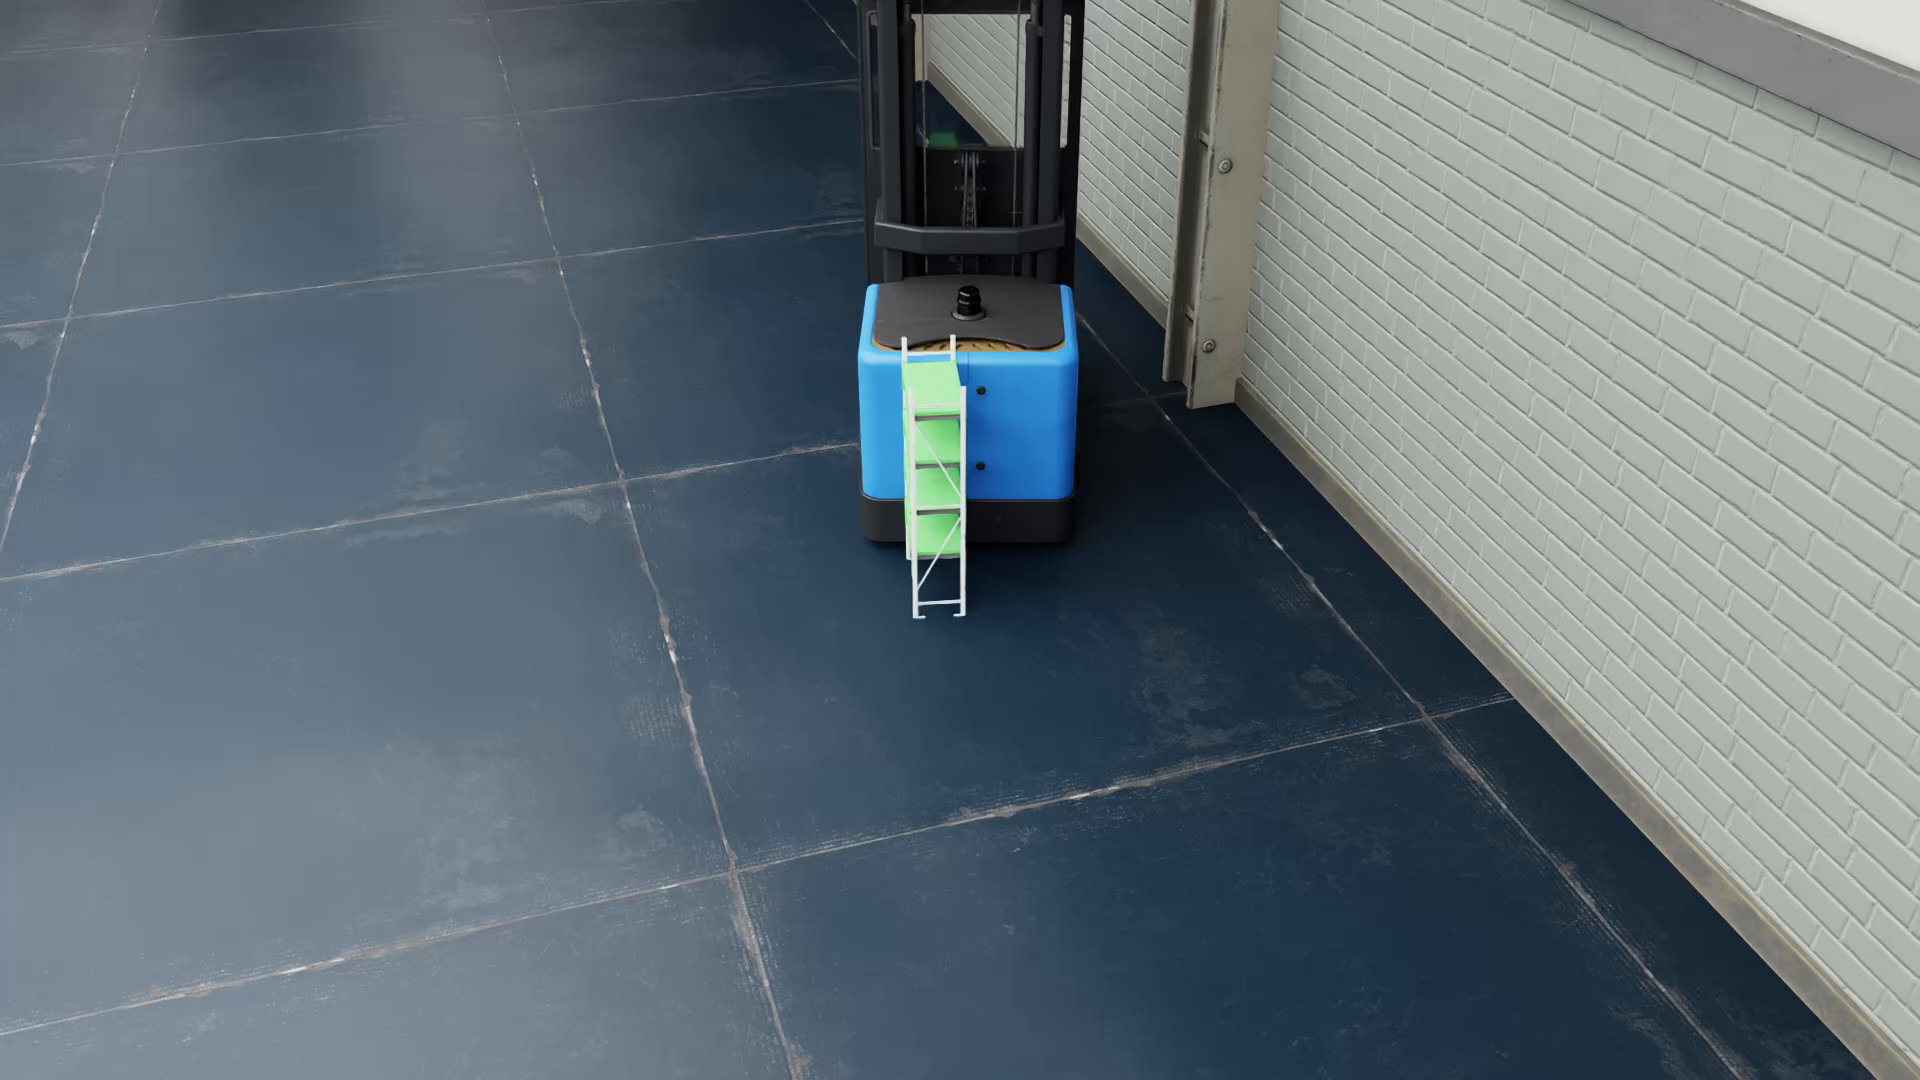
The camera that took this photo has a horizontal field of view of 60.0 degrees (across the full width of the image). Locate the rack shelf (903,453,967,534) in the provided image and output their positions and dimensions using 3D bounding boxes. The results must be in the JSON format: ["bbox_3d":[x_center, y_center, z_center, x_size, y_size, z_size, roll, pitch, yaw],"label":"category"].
[{"bbox_3d":[-0.118,-0.224,7.616,0.258,0.148,0.480,-3,34,-4],"label":"rack shelf"}]

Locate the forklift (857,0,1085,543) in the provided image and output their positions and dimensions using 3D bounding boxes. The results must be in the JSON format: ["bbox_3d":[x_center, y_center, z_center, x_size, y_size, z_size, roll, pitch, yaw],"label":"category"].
[{"bbox_3d":[0.055,-1.987,8.598,1.130,2.935,3.031,0,33,1],"label":"forklift"}]

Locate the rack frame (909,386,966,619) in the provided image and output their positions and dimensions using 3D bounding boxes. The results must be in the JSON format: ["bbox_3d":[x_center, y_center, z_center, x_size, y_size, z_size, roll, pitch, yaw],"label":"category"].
[{"bbox_3d":[-0.095,-0.143,7.378,0.240,1.200,0.015,-3,34,-4],"label":"rack frame"}]

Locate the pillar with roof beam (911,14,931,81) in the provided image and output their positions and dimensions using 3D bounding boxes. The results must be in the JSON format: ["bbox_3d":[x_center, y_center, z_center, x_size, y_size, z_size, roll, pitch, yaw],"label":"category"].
[{"bbox_3d":[-4.548,-7.049,10.754,9.100,9.000,0.400,-10,35,-15],"label":"pillar with roof beam"}]

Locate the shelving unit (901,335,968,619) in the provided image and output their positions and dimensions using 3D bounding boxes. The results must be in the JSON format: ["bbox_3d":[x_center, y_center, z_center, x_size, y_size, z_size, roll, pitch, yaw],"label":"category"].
[{"bbox_3d":[-0.118,-0.277,7.581,0.258,1.200,0.503,-3,34,-4],"label":"shelving unit"}]

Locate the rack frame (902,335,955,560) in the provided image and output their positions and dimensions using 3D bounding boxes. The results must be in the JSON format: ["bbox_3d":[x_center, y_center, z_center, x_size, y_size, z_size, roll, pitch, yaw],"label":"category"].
[{"bbox_3d":[-0.141,-0.411,7.784,0.240,1.200,0.015,-3,34,-4],"label":"rack frame"}]

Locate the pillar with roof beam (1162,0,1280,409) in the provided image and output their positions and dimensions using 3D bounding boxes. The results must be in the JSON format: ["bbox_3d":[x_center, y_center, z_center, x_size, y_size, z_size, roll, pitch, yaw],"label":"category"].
[{"bbox_3d":[-2.718,-3.898,5.987,9.100,9.000,0.400,-10,35,-15],"label":"pillar with roof beam"}]

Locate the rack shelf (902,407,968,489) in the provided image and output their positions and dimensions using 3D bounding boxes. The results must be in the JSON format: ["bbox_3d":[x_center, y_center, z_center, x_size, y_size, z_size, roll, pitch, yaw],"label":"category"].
[{"bbox_3d":[-0.118,-0.424,7.484,0.258,0.148,0.480,-3,34,-4],"label":"rack shelf"}]

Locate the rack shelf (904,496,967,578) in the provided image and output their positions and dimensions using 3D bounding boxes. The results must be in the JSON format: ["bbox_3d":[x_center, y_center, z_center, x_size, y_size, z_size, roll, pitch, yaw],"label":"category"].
[{"bbox_3d":[-0.118,-0.023,7.748,0.258,0.148,0.480,-3,34,-4],"label":"rack shelf"}]

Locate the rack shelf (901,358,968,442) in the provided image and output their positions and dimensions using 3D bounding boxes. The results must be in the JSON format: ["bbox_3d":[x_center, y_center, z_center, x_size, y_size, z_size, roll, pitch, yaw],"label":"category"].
[{"bbox_3d":[-0.118,-0.624,7.351,0.258,0.148,0.480,-3,34,-4],"label":"rack shelf"}]
